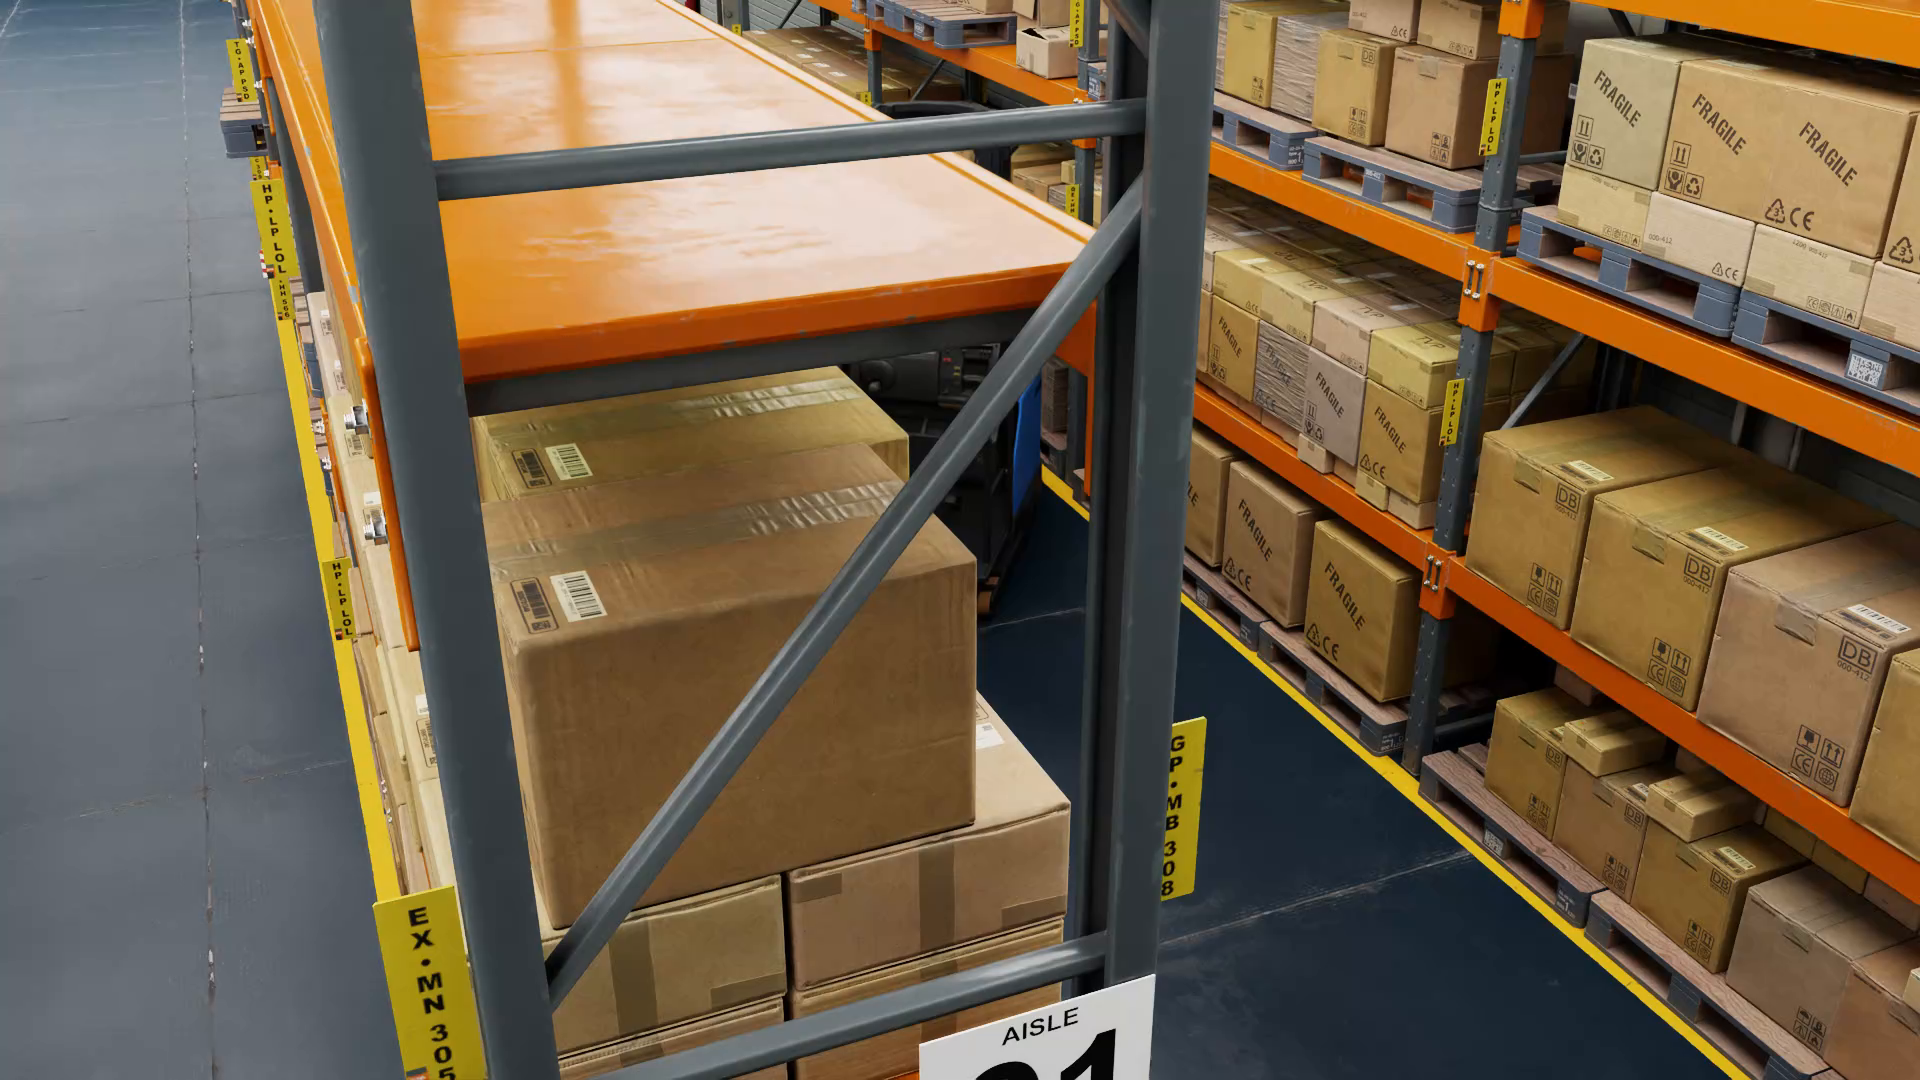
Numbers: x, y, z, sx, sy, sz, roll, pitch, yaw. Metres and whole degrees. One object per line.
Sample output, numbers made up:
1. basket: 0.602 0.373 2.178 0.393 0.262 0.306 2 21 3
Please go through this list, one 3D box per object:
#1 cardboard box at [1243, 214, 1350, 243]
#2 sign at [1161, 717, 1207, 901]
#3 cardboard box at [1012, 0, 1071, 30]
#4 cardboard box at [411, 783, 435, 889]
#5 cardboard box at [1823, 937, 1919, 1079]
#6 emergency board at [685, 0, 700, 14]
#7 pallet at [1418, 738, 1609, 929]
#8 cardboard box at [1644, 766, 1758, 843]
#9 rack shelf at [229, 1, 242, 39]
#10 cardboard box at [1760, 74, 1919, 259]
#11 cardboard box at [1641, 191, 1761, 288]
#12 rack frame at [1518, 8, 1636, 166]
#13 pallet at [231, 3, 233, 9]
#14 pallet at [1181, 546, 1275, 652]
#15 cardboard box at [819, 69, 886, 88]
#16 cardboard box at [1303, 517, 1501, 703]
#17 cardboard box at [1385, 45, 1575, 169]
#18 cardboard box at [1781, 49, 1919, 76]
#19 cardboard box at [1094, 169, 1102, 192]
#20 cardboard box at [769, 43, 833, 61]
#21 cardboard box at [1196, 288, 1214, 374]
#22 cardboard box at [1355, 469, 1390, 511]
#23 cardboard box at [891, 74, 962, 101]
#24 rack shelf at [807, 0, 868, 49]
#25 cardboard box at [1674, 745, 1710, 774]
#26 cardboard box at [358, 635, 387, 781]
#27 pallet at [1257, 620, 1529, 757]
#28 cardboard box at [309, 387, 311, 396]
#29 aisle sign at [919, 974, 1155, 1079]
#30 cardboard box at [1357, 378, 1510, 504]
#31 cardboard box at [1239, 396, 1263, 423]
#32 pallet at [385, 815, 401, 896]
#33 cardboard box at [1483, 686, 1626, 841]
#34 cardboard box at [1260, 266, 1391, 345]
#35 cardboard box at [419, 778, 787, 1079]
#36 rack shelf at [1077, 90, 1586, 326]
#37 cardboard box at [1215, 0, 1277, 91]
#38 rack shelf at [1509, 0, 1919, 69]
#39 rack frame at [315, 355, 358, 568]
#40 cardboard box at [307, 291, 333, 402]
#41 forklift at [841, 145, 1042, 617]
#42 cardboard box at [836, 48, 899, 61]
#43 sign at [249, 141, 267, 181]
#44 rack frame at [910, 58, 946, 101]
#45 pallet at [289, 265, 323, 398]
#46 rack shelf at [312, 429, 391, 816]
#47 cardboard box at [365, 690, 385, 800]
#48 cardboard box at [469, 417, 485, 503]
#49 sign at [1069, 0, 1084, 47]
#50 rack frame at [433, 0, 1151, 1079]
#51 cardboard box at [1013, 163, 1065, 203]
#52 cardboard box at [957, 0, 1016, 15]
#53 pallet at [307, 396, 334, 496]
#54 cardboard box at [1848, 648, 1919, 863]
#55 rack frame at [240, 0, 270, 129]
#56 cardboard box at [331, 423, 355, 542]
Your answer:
1. cardboard box: 2.062 -1.796 10.179 0.500 0.250 0.500 -11 28 -22
2. sign: 0.324 0.421 2.554 0.100 0.325 0.005 -11 28 -21
3. cardboard box: 0.826 -3.770 11.993 0.797 0.503 0.637 -7 27 -13
4. cardboard box: -0.805 0.609 3.337 0.500 0.250 0.500 -11 28 -21
5. cardboard box: 3.819 1.869 6.373 0.700 0.500 0.500 -11 28 -21
6. emergency board: -4.097 -8.349 24.932 0.194 1.169 0.643 -11 28 -21
7. pallet: 3.041 1.361 8.222 1.003 0.211 1.213 -11 28 -21
8. cardboard box: 3.184 1.130 7.147 0.380 0.149 0.250 -11 28 -22
9. rack shelf: -5.658 -4.422 14.288 1.077 0.370 4.000 -11 28 -21
10. cardboard box: 3.242 -1.323 5.845 0.500 0.500 0.500 -10 28 -20
11. cardboard box: 3.029 -1.194 6.437 0.500 0.250 0.500 -11 28 -22
12. rack frame: 2.812 -2.908 6.949 0.949 2.616 0.053 -11 28 -21
13. pallet: -5.706 -4.729 14.200 1.003 0.211 1.213 -11 28 -21
14. pallet: 1.962 0.249 10.500 1.003 0.211 1.213 -11 28 -21
15. cardboard box: -0.988 -4.059 15.438 0.500 0.500 0.500 -11 28 -21
16. cardboard box: 2.441 0.325 9.138 0.750 0.750 0.750 -10 28 -20
17. cardboard box: 2.571 -2.177 8.256 0.700 0.500 0.500 -12 29 -23
18. cardboard box: 3.506 -1.613 6.441 0.500 0.500 0.500 -12 28 -22
19. cardboard box: 1.086 -2.496 11.588 0.380 0.149 0.250 -15 30 -27
20. cardboard box: -1.593 -4.680 16.711 0.500 0.500 0.500 -12 28 -22
21. cardboard box: 1.593 -1.361 10.144 0.500 0.500 0.500 -11 28 -21
22. cardboard box: 2.302 -0.294 8.698 0.380 0.149 0.250 -10 28 -20
23. cardboard box: -0.310 -3.946 15.207 0.500 0.500 0.500 -11 28 -22
24. rack shelf: -1.101 -5.274 16.035 1.077 0.370 4.000 -11 28 -21
25. cardboard box: 3.451 0.976 7.463 0.380 0.149 0.250 -12 28 -22
26. cardboard box: -1.613 0.593 5.364 0.500 0.500 0.500 -11 28 -22
27. pallet: 2.443 0.742 9.490 1.003 0.211 1.213 -11 28 -21
28. cardboard box: -4.339 -0.965 11.823 0.500 0.311 0.500 -10 28 -19
29. aisle sign: 0.122 1.064 2.689 0.394 0.787 0.004 -11 28 -21
30. cardboard box: 2.402 -0.543 8.468 0.500 0.500 0.500 -11 28 -21
31. cardboard box: 1.871 -0.826 9.787 0.380 0.149 0.250 -10 28 -19
32. pallet: -2.095 1.571 7.791 1.003 0.211 1.213 -11 28 -21
33. cardboard box: 3.014 1.041 8.068 0.700 0.500 0.500 -10 28 -20
34. cardboard box: 2.006 -1.296 9.155 0.500 0.250 0.500 -10 28 -20
35. cardboard box: -0.611 0.586 2.813 0.500 0.250 0.500 -11 28 -21
36. rack shelf: 2.032 -2.045 9.420 1.077 0.370 4.000 -11 28 -21
37. cardboard box: 1.747 -3.027 9.997 0.700 0.500 0.500 -12 29 -23
38. rack shelf: 3.598 -1.598 5.542 1.077 0.370 4.000 -11 28 -21
39. rack frame: -1.742 0.640 6.520 1.000 3.000 0.127 -11 28 -21
40. cardboard box: -1.780 -0.626 5.296 0.500 0.250 0.500 -11 28 -21
41. forklift: -0.259 -0.995 10.021 1.129 2.867 3.031 6 27 12
42. cardboard box: -0.913 -4.566 16.476 0.500 0.500 0.500 -10 28 -20
43. sign: -5.385 -2.918 12.731 0.100 0.325 0.005 -11 28 -21
44. rack frame: -0.321 -3.442 14.880 0.949 2.616 0.053 -11 28 -21
45. pallet: -1.932 -0.899 6.467 1.213 0.211 1.003 -11 28 -21
46. rack shelf: -2.525 0.156 8.332 1.077 0.370 4.000 -11 28 -21
47. cardboard box: -2.580 1.012 8.106 0.500 0.500 0.500 -10 28 -20
48. cardboard box: -0.804 -0.192 3.551 0.700 0.500 0.500 -11 28 -21
49. sign: 0.748 -3.315 10.613 0.100 0.325 0.005 -11 28 -21
50. rack frame: -0.172 -0.442 1.898 0.949 2.616 0.053 -11 28 -21
51. cardboard box: 0.811 -2.479 12.293 0.700 0.500 0.500 -13 29 -25
52. cardboard box: 0.306 -4.291 12.609 0.500 0.500 0.500 -12 28 -22
53. pallet: -2.978 -0.627 9.334 1.213 0.211 1.003 -11 28 -21
54. cardboard box: 3.877 0.771 5.909 0.980 0.700 0.700 -11 28 -21
55. rack frame: -3.308 -3.671 8.511 1.000 3.000 0.127 -11 28 -21
56. cardboard box: -1.587 -0.199 4.991 0.500 0.250 0.500 -11 28 -21
